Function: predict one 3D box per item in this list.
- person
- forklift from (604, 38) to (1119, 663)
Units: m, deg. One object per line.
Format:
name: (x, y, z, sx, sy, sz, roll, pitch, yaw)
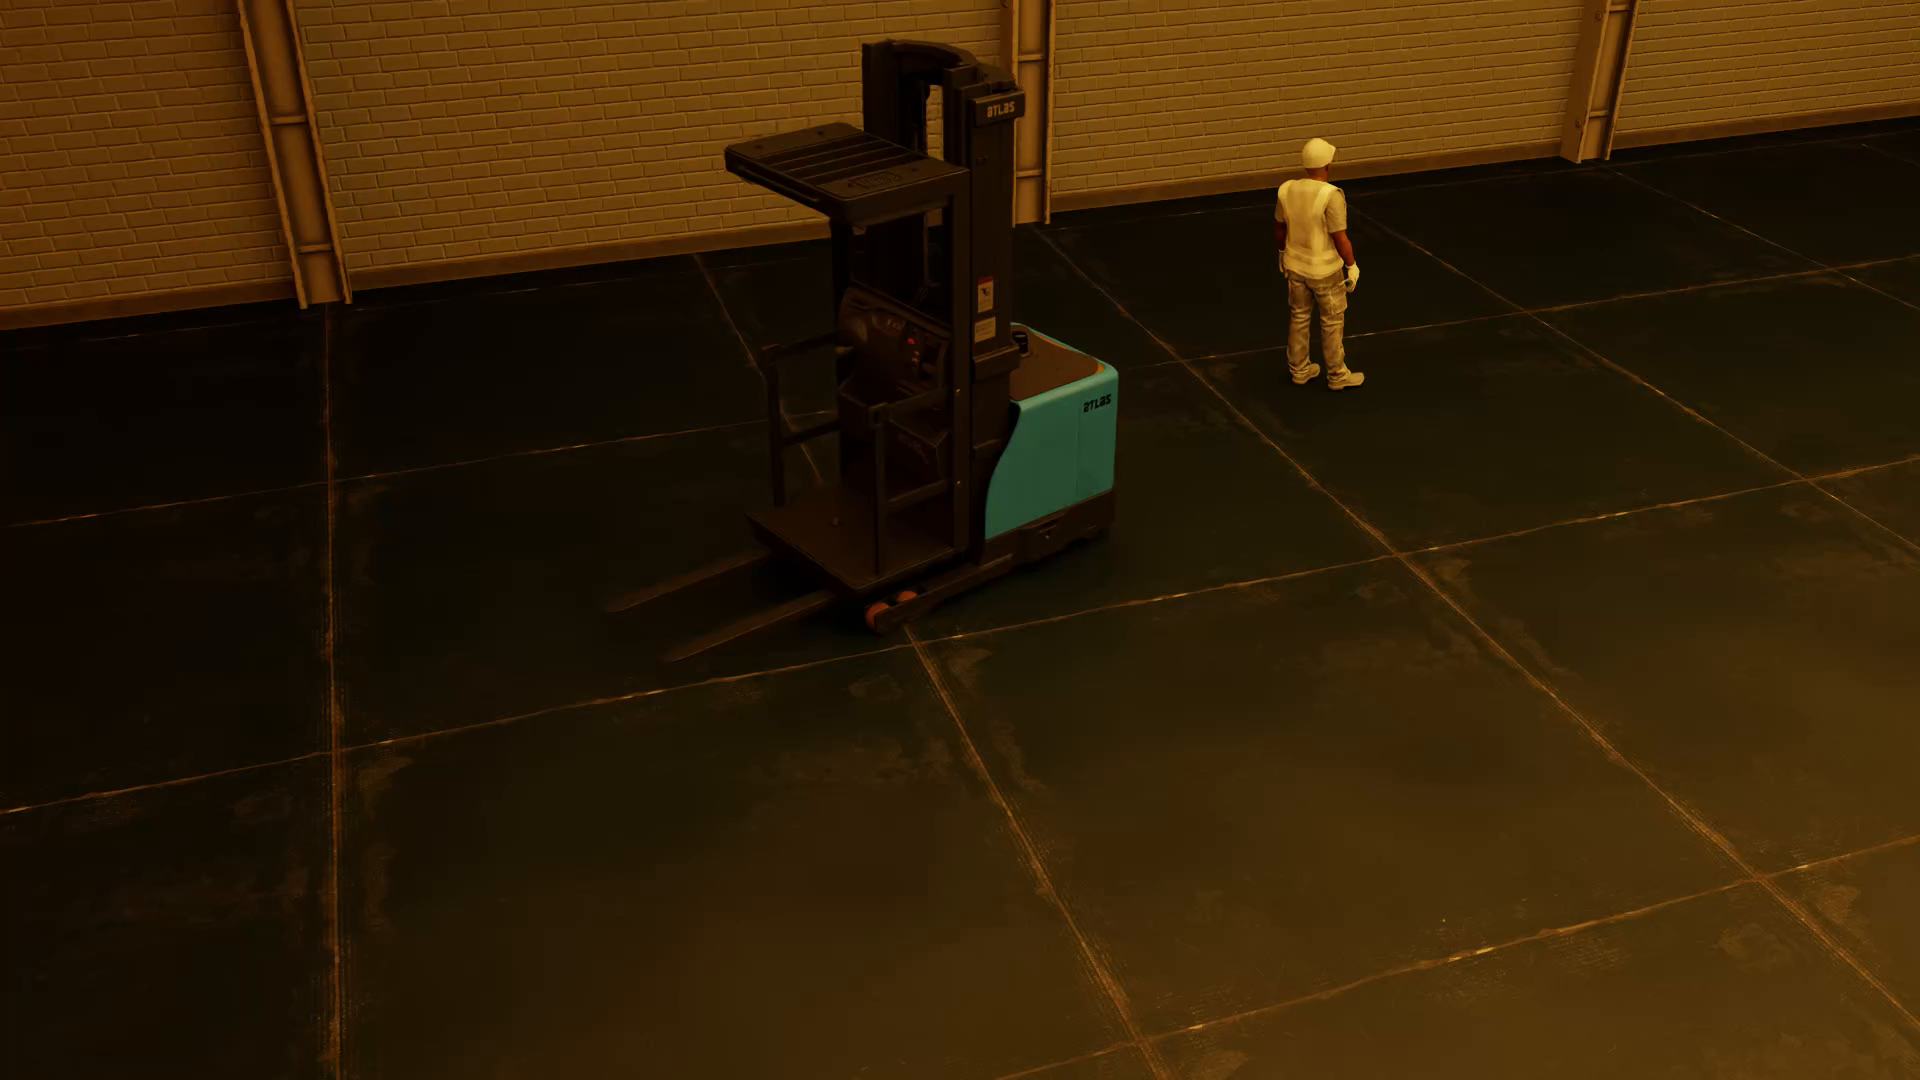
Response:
person: (2.516, -1.930, 11.578, 0.577, 1.782, 0.656, -23, 37, -35)
forklift: (-0.530, -1.055, 8.921, 3.031, 2.935, 1.130, -22, 37, -33)
